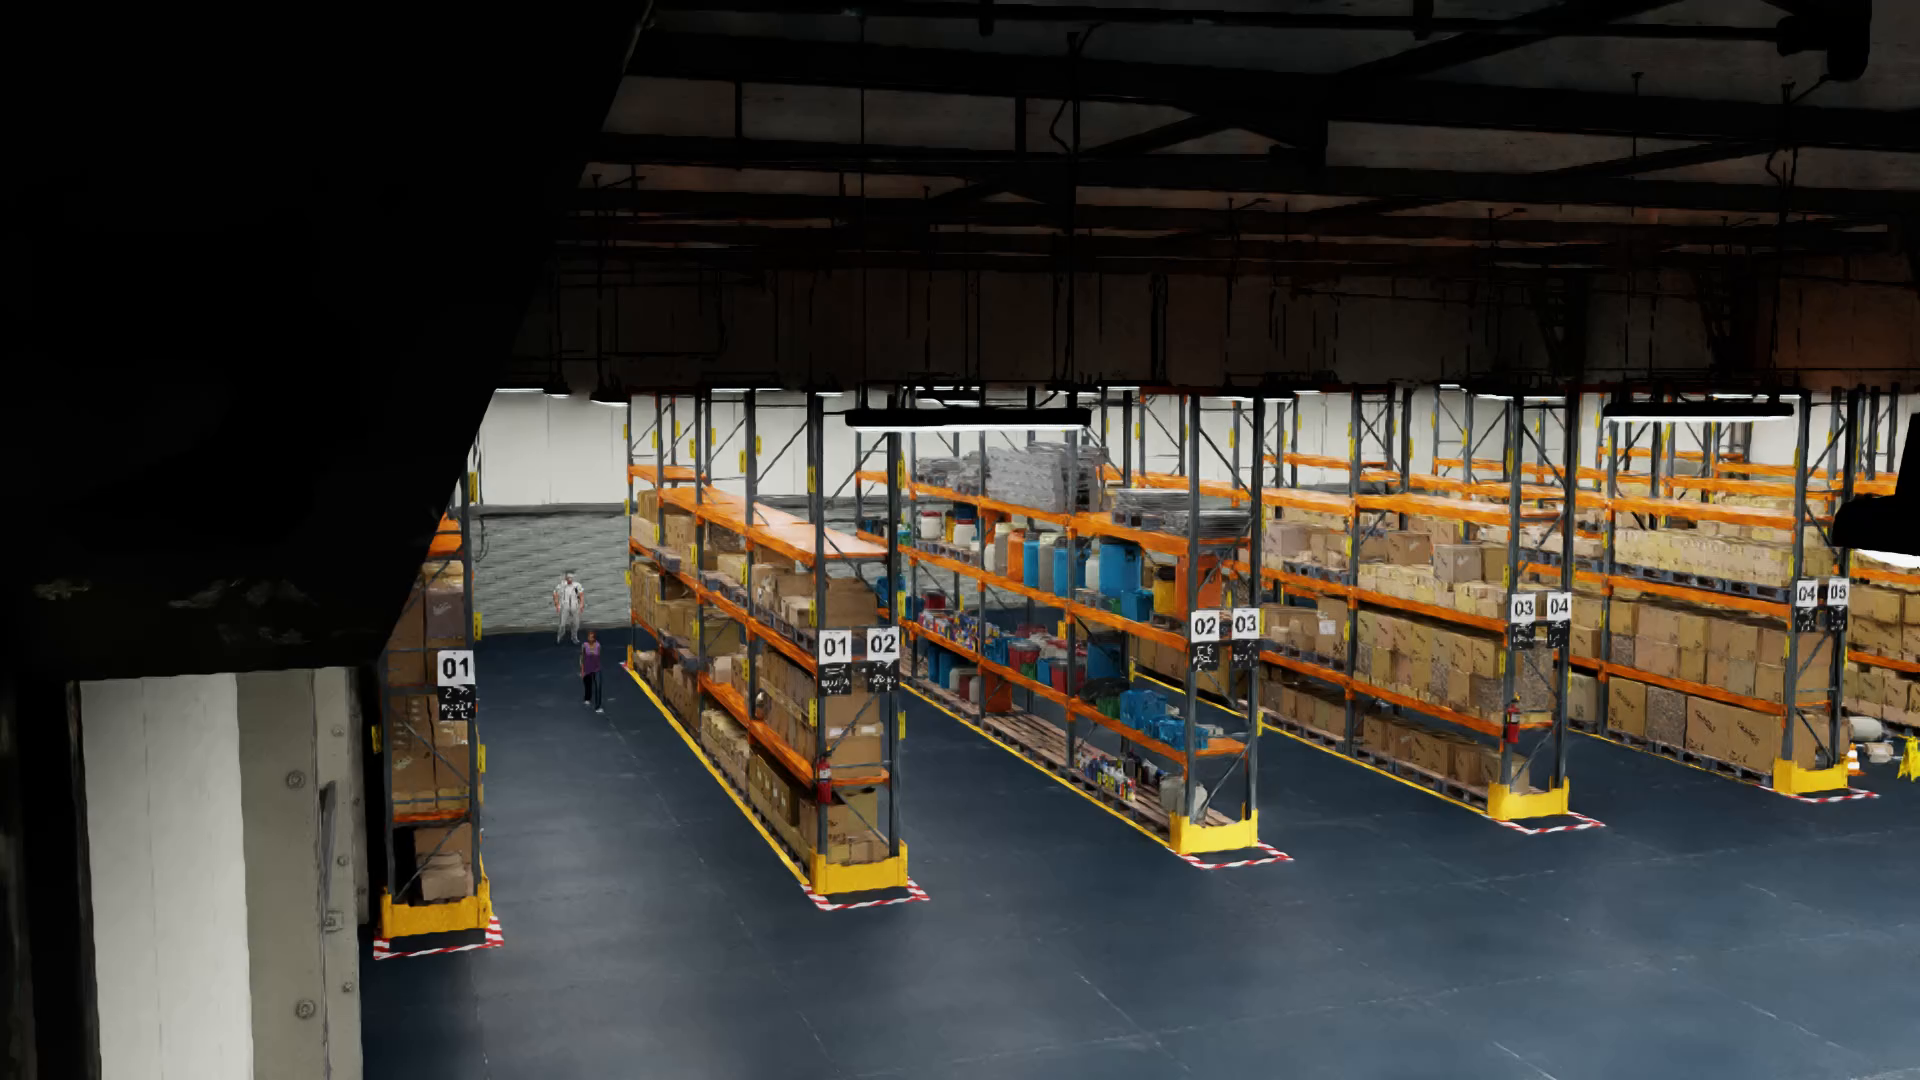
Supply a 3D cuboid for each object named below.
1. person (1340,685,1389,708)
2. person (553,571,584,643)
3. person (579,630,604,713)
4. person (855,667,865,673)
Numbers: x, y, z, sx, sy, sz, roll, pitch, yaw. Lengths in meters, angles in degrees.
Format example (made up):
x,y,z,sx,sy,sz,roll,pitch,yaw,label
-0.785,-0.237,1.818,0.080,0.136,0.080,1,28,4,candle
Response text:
x,y,z,sx,sy,sz,roll,pitch,yaw,label
7.510,2.262,31.069,0.598,1.699,1.198,-2,6,-22,person
-9.020,1.529,38.321,0.666,1.715,0.537,-2,6,-20,person
-6.809,2.396,30.697,0.417,1.517,1.037,-2,6,-17,person
-2.050,2.368,30.624,0.599,1.632,0.512,-2,6,-21,person
